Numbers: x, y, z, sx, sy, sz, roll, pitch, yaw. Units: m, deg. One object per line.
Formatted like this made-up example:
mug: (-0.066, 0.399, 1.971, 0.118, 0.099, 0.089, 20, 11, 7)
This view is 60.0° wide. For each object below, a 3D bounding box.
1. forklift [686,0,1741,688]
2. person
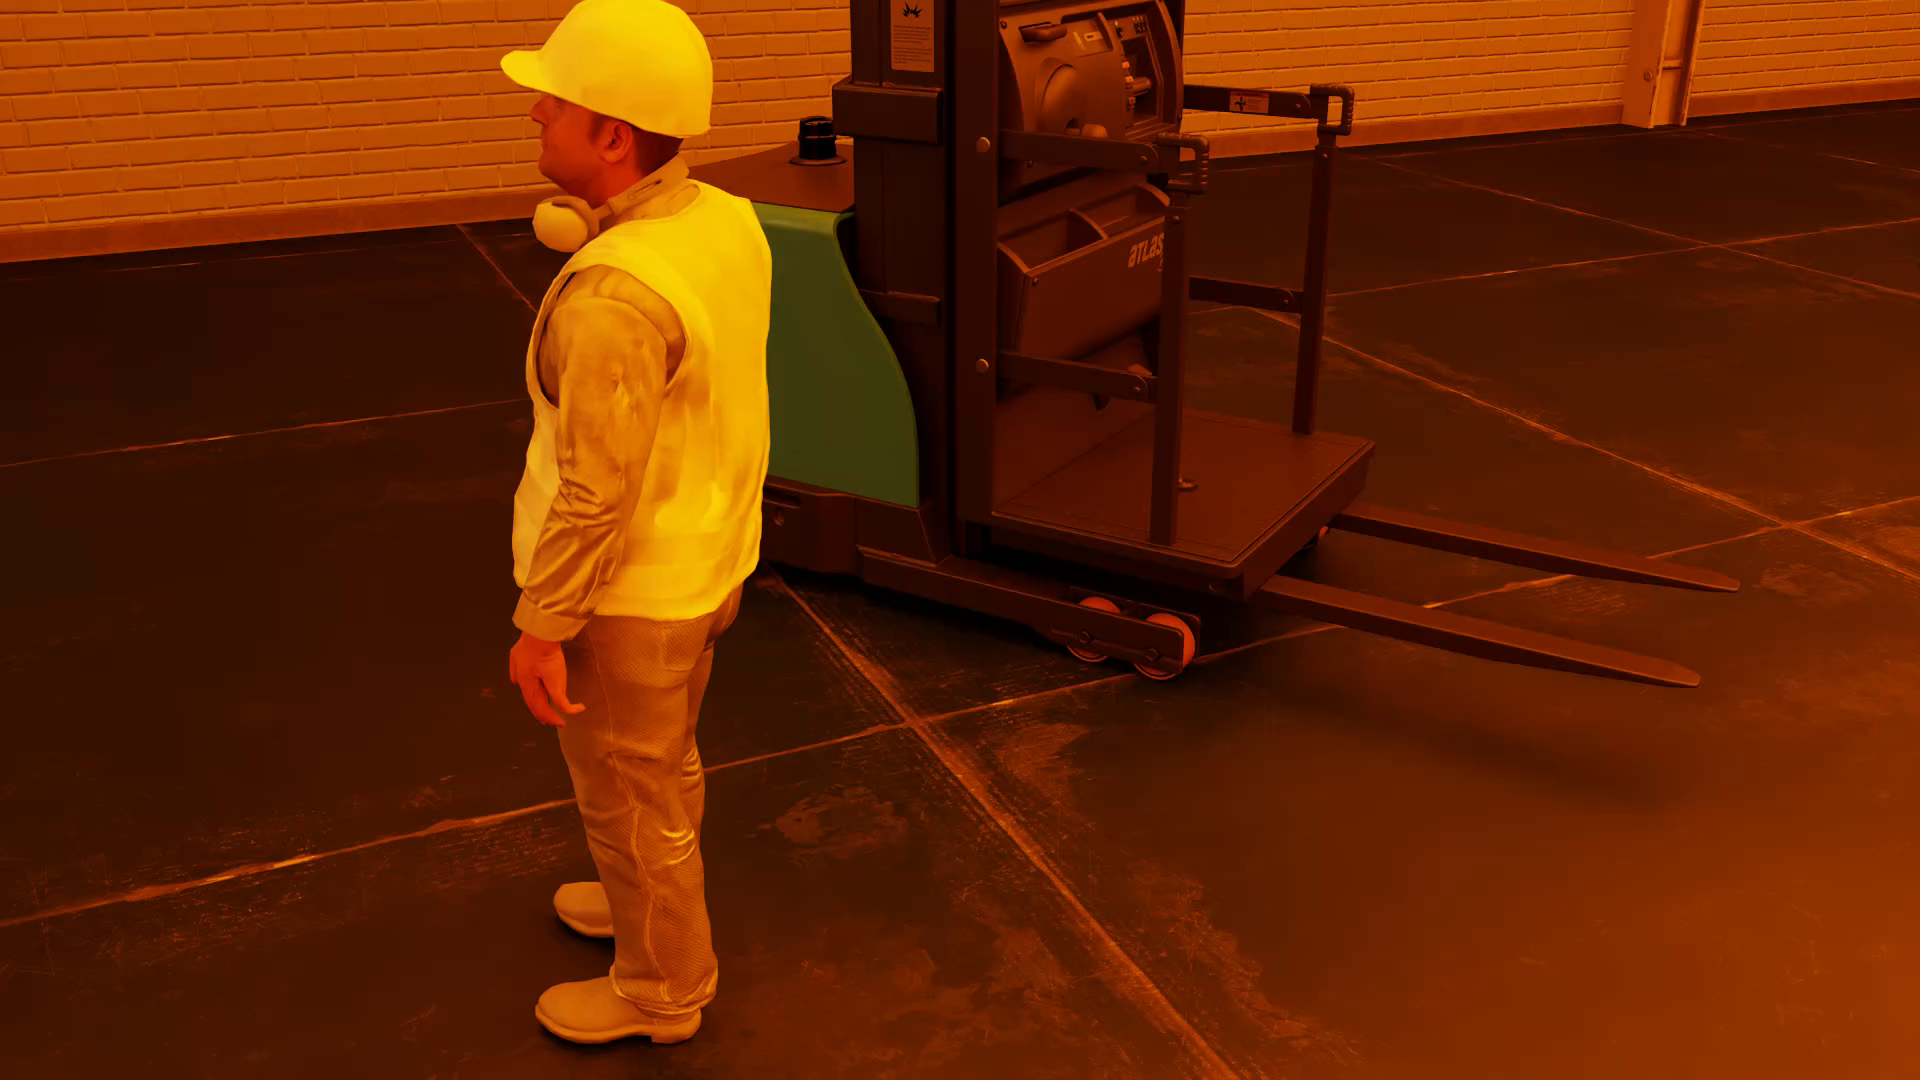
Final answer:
forklift: (0.534, -1.229, 4.245, 3.031, 2.935, 1.130, 13, 26, 29)
person: (-0.583, 0.039, 2.680, 0.569, 1.774, 0.631, 5, 23, 12)
